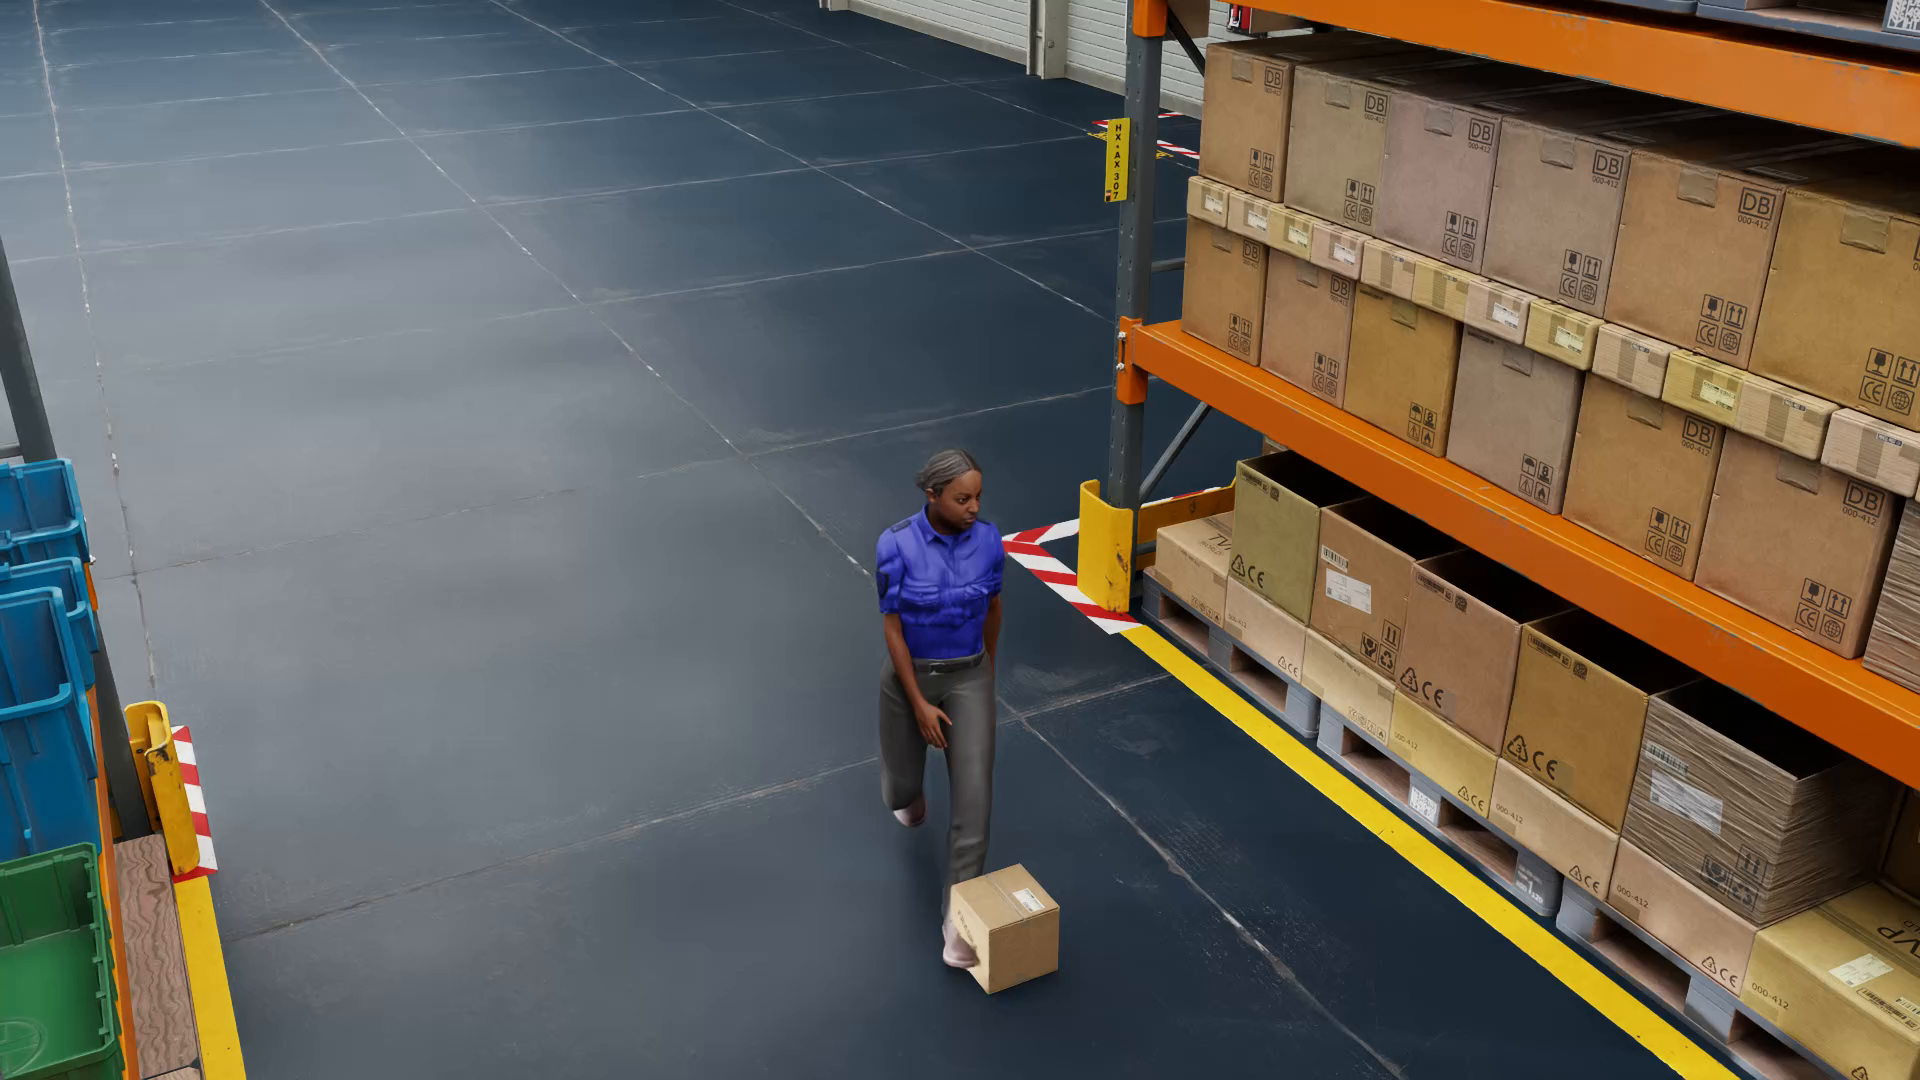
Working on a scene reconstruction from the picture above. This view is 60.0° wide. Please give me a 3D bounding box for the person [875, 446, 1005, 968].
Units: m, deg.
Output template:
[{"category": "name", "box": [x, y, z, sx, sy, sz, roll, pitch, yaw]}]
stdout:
[{"category": "person", "box": [-0.043, 0.462, 5.262, 0.427, 1.553, 1.009, -4, 26, -8]}]
